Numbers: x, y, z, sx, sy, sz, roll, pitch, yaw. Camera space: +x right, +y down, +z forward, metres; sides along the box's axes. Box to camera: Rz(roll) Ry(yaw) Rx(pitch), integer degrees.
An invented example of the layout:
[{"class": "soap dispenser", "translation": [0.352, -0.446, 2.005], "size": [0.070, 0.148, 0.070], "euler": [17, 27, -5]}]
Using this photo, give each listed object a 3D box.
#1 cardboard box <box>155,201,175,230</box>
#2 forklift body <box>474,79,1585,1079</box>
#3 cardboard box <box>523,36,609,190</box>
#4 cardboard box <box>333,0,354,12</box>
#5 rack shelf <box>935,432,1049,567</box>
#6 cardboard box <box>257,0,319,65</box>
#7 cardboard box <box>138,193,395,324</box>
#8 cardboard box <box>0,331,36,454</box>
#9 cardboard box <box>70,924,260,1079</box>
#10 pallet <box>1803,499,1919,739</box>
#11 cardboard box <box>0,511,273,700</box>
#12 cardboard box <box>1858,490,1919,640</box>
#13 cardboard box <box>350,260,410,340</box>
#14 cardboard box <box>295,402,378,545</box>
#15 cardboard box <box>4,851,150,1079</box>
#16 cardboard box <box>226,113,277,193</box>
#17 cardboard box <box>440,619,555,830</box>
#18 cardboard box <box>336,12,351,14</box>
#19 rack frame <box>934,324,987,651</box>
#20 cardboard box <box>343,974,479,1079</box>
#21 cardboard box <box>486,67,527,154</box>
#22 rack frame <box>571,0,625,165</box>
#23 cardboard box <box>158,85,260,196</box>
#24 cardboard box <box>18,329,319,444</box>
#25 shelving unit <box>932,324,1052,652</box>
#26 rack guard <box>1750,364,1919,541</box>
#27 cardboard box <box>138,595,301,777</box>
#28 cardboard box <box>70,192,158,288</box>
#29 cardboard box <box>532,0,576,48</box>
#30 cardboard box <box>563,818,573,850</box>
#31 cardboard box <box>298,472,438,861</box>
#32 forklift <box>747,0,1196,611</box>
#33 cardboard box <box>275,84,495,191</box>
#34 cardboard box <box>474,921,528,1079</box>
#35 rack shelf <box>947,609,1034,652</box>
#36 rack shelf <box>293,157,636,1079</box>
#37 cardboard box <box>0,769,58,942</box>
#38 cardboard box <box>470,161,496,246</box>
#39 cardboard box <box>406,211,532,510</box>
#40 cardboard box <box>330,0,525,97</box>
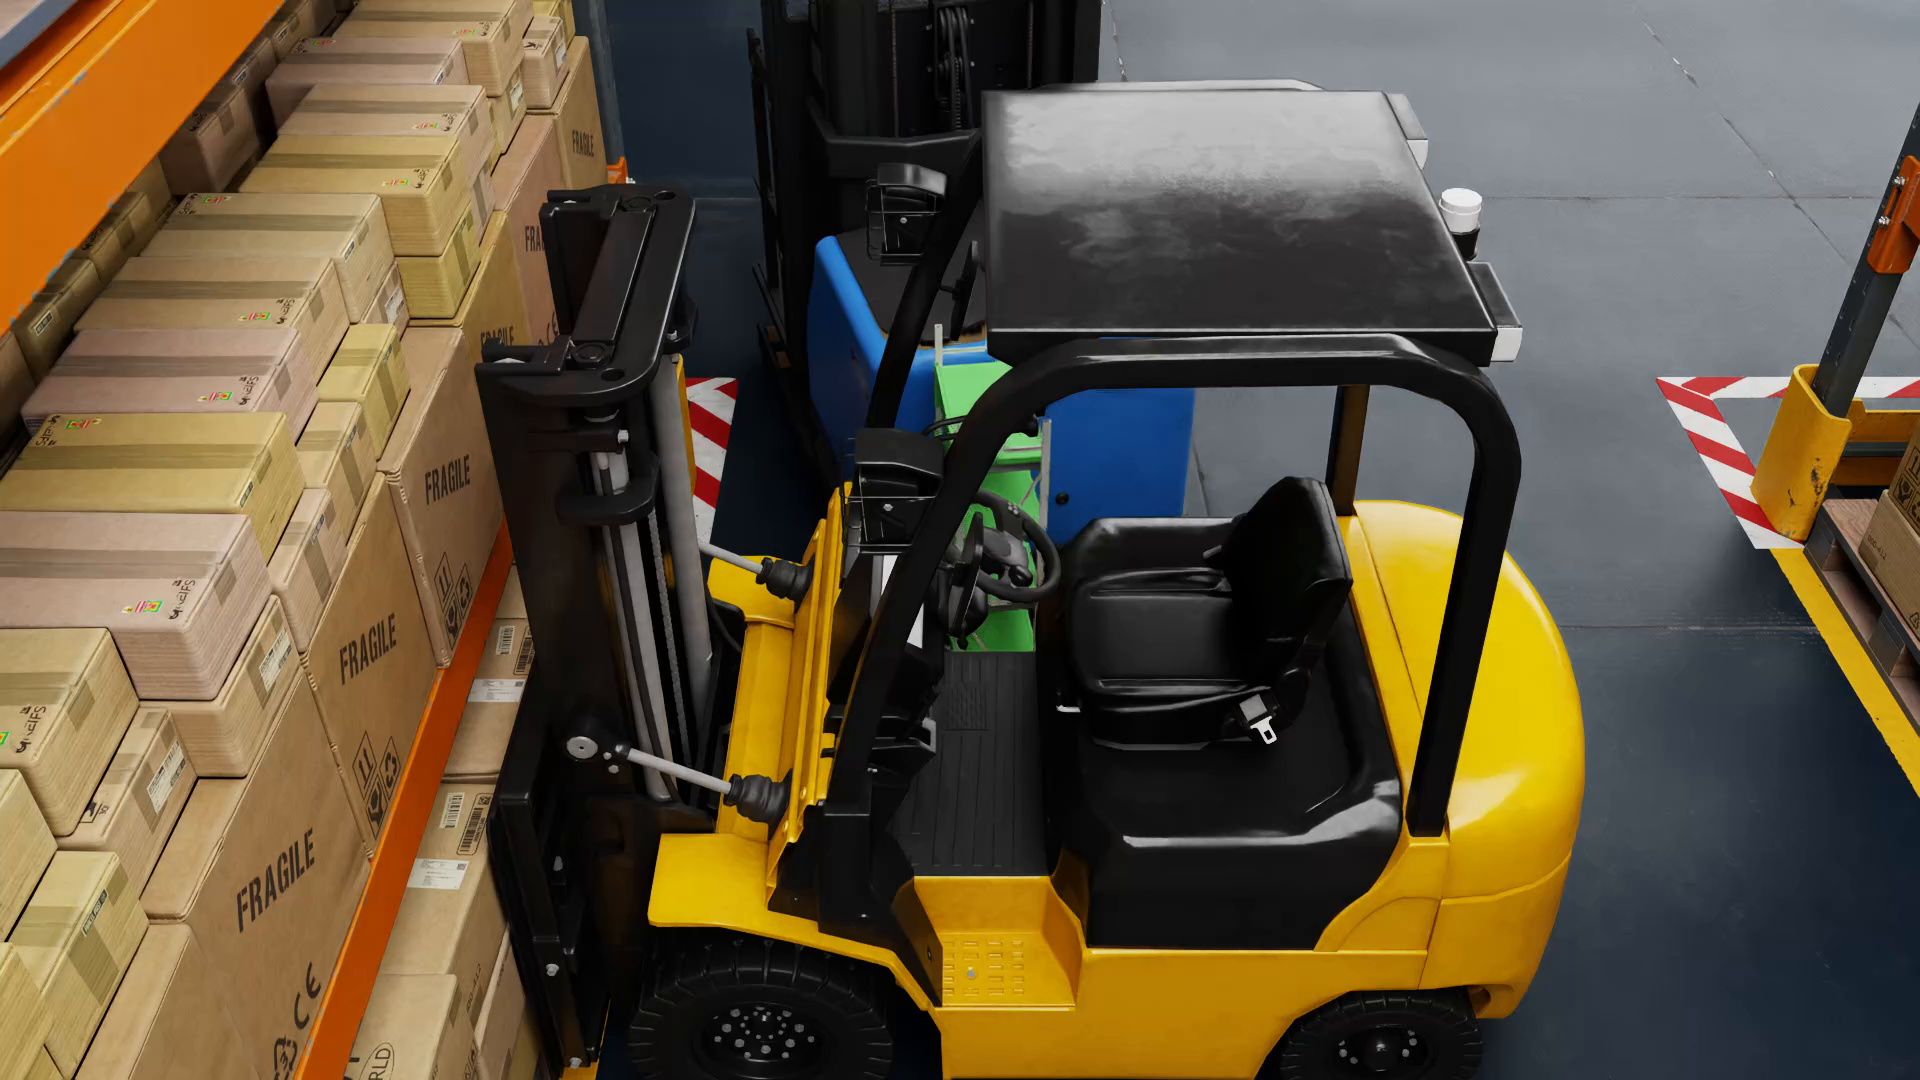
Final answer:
[{"class": "cardboard box", "translation": [-1.869, -0.593, 3.493], "size": [0.380, 0.149, 0.250], "euler": [1, 39, 2]}, {"class": "forklift body", "translation": [0.286, 0.198, 3.783], "size": [2.313, 2.155, 1.214], "euler": [0, 39, 0]}, {"class": "cardboard box", "translation": [-1.278, -1.049, 4.581], "size": [0.500, 0.500, 0.500], "euler": [-1, 39, -1]}, {"class": "cardboard box", "translation": [-1.754, -1.516, 4.406], "size": [0.380, 0.149, 0.250], "euler": [-1, 39, -1]}, {"class": "rack shelf", "translation": [0.080, -0.114, 4.651], "size": [0.258, 0.148, 0.480], "euler": [-5, 39, -6]}, {"class": "cardboard box", "translation": [-1.773, -1.187, 3.996], "size": [0.380, 0.149, 0.250], "euler": [1, 39, 1]}, {"class": "cardboard box", "translation": [-1.322, -0.543, 3.192], "size": [0.380, 0.149, 0.250], "euler": [0, 39, 1]}, {"class": "cardboard box", "translation": [-1.808, -0.225, 2.795], "size": [0.380, 0.149, 0.250], "euler": [0, 39, -1]}, {"class": "cardboard box", "translation": [-1.276, 0.867, 2.189], "size": [0.500, 0.500, 0.500], "euler": [-1, 39, -1]}, {"class": "pallet", "translation": [3.389, 0.320, 5.182], "size": [1.003, 0.211, 1.213], "euler": [0, 39, 0]}, {"class": "cardboard box", "translation": [-1.237, 0.092, 2.400], "size": [0.380, 0.149, 0.250], "euler": [1, 39, 1]}, {"class": "cardboard box", "translation": [3.147, 0.090, 5.102], "size": [0.500, 0.250, 0.500], "euler": [0, 39, 0]}, {"class": "cardboard box", "translation": [-1.324, -0.435, 3.295], "size": [0.380, 0.149, 0.250], "euler": [0, 39, 0]}, {"class": "cardboard box", "translation": [-1.246, -0.108, 2.888], "size": [0.380, 0.149, 0.250], "euler": [-1, 39, -1]}, {"class": "cardboard box", "translation": [-1.275, 0.530, 2.091], "size": [0.380, 0.149, 0.250], "euler": [1, 39, 1]}, {"class": "cardboard box", "translation": [-1.802, -0.917, 3.897], "size": [0.380, 0.149, 0.250], "euler": [-1, 39, -2]}, {"class": "cardboard box", "translation": [-1.218, 0.441, 3.865], "size": [0.500, 0.250, 0.500], "euler": [-1, 39, -1]}, {"class": "cardboard box", "translation": [-1.800, -1.397, 4.497], "size": [0.380, 0.149, 0.250], "euler": [-1, 39, -1]}, {"class": "rack frame", "translation": [0.049, -0.128, 4.950], "size": [0.240, 1.200, 0.015], "euler": [-5, 39, -6]}, {"class": "cardboard box", "translation": [-1.213, 1.080, 3.067], "size": [0.500, 0.250, 0.500], "euler": [0, 39, 0]}, {"class": "cardboard box", "translation": [-1.291, -1.071, 4.089], "size": [0.380, 0.149, 0.250], "euler": [1, 39, 1]}, {"class": "rack frame", "translation": [-1.541, -1.318, 4.996], "size": [1.000, 3.000, 0.127], "euler": [0, 39, 0]}, {"class": "cardboard box", "translation": [-1.762, -0.867, 3.597], "size": [0.380, 0.149, 0.250], "euler": [1, 39, 1]}, {"class": "cardboard box", "translation": [-1.321, -0.230, 2.801], "size": [0.380, 0.149, 0.250], "euler": [0, 39, 0]}, {"class": "shelving unit", "translation": [0.080, 0.024, 4.761], "size": [0.258, 1.200, 0.503], "euler": [-5, 39, -6]}, {"class": "rack guard", "translation": [3.423, -0.301, 5.725], "size": [1.175, 0.500, 0.348], "euler": [0, 39, 0]}, {"class": "cardboard box", "translation": [-1.230, 0.213, 2.487], "size": [0.380, 0.149, 0.250], "euler": [1, 39, 1]}, {"class": "cardboard box", "translation": [-1.781, -0.548, 3.199], "size": [0.380, 0.149, 0.250], "euler": [0, 39, 0]}, {"class": "cardboard box", "translation": [-1.260, -1.393, 4.491], "size": [0.380, 0.149, 0.250], "euler": [0, 39, 1]}, {"class": "cardboard box", "translation": [-1.219, 0.834, 4.174], "size": [0.500, 0.250, 0.500], "euler": [1, 39, 1]}, {"class": "cardboard box", "translation": [-1.294, 0.225, 2.991], "size": [0.500, 0.500, 0.500], "euler": [0, 39, 0]}, {"class": "forklift", "translation": [-0.167, -1.774, 5.620], "size": [1.130, 2.935, 3.031], "euler": [-10, 40, -13]}, {"class": "cardboard box", "translation": [-1.234, -0.866, 3.595], "size": [0.380, 0.149, 0.250], "euler": [1, 39, 1]}, {"class": "cardboard box", "translation": [-1.220, 0.966, 3.609], "size": [0.500, 0.250, 0.500], "euler": [0, 39, 0]}, {"class": "rack shelf", "translation": [0.080, 0.261, 4.951], "size": [0.258, 0.148, 0.480], "euler": [-5, 39, -6]}, {"class": "rack shelf", "translation": [-1.538, 0.214, 3.660], "size": [1.077, 0.370, 4.000], "euler": [0, 39, 0]}, {"class": "cardboard box", "translation": [-1.348, 0.412, 2.000], "size": [0.380, 0.149, 0.250], "euler": [1, 39, 1]}, {"class": "cardboard box", "translation": [-1.255, -0.749, 3.687], "size": [0.380, 0.149, 0.250], "euler": [-1, 39, -2]}, {"class": "cardboard box", "translation": [-1.285, -0.404, 3.776], "size": [0.500, 0.500, 0.500], "euler": [-1, 39, -1]}, {"class": "cardboard box", "translation": [-1.271, -1.184, 3.993], "size": [0.380, 0.149, 0.250], "euler": [1, 39, 1]}]
